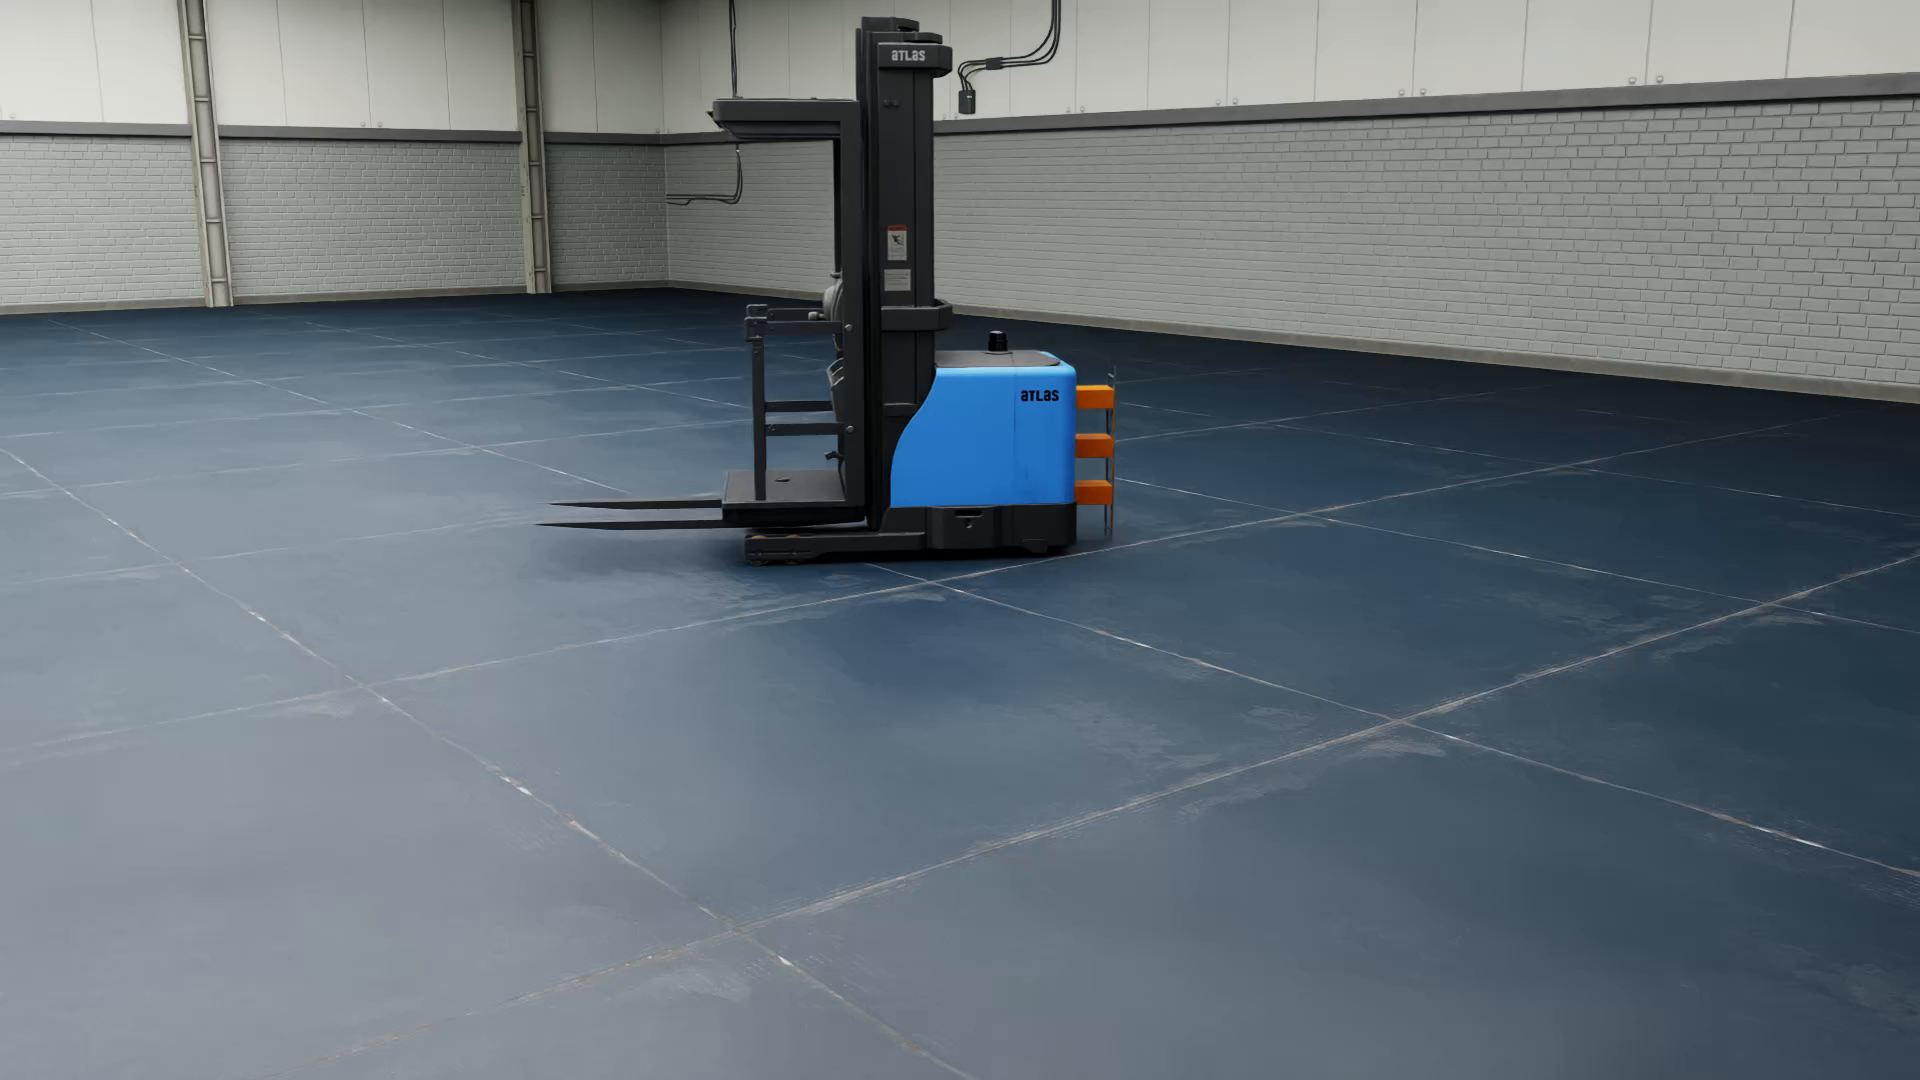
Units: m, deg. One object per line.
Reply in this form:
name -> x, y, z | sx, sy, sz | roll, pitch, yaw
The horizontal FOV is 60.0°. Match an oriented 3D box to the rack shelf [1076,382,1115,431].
rack shelf -> 0.759, -0.774, 9.662 | 0.240, 0.259, 0.215 | -1, 12, -6

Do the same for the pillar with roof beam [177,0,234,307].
pillar with roof beam -> -10.320, -7.814, 24.994 | 0.400, 9.000, 9.100 | -9, 15, -38

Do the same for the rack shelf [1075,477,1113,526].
rack shelf -> 0.759, -0.225, 9.778 | 0.240, 0.259, 0.215 | -1, 12, -6

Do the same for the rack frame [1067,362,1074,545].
rack frame -> 0.637, -0.504, 9.705 | 0.008, 1.050, 0.200 | -1, 12, -6

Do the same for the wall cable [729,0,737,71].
wall cable -> -3.507, -9.972, 30.471 | 0.112, 2.526, 3.097 | -9, 15, -38

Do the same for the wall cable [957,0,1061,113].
wall cable -> 0.721, -9.580, 25.125 | 0.169, 6.003, 2.305 | -9, 15, -38

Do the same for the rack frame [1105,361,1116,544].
rack frame -> 0.880, -0.510, 9.731 | 0.008, 1.050, 0.200 | -1, 12, -6

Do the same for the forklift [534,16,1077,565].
forklift -> -0.889, -1.409, 9.437 | 3.031, 2.935, 1.130 | -1, 12, -6

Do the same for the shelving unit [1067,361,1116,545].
shelving unit -> 0.759, -0.507, 9.718 | 0.252, 1.050, 0.215 | -1, 12, -6

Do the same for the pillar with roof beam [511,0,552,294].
pillar with roof beam -> -5.635, -8.593, 28.661 | 0.400, 9.000, 9.100 | -9, 15, -38

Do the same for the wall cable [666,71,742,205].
wall cable -> -5.197, -7.940, 33.062 | 0.112, 2.526, 3.097 | -9, 15, -38

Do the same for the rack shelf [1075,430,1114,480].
rack shelf -> 0.759, -0.496, 9.721 | 0.240, 0.259, 0.215 | -1, 12, -6
